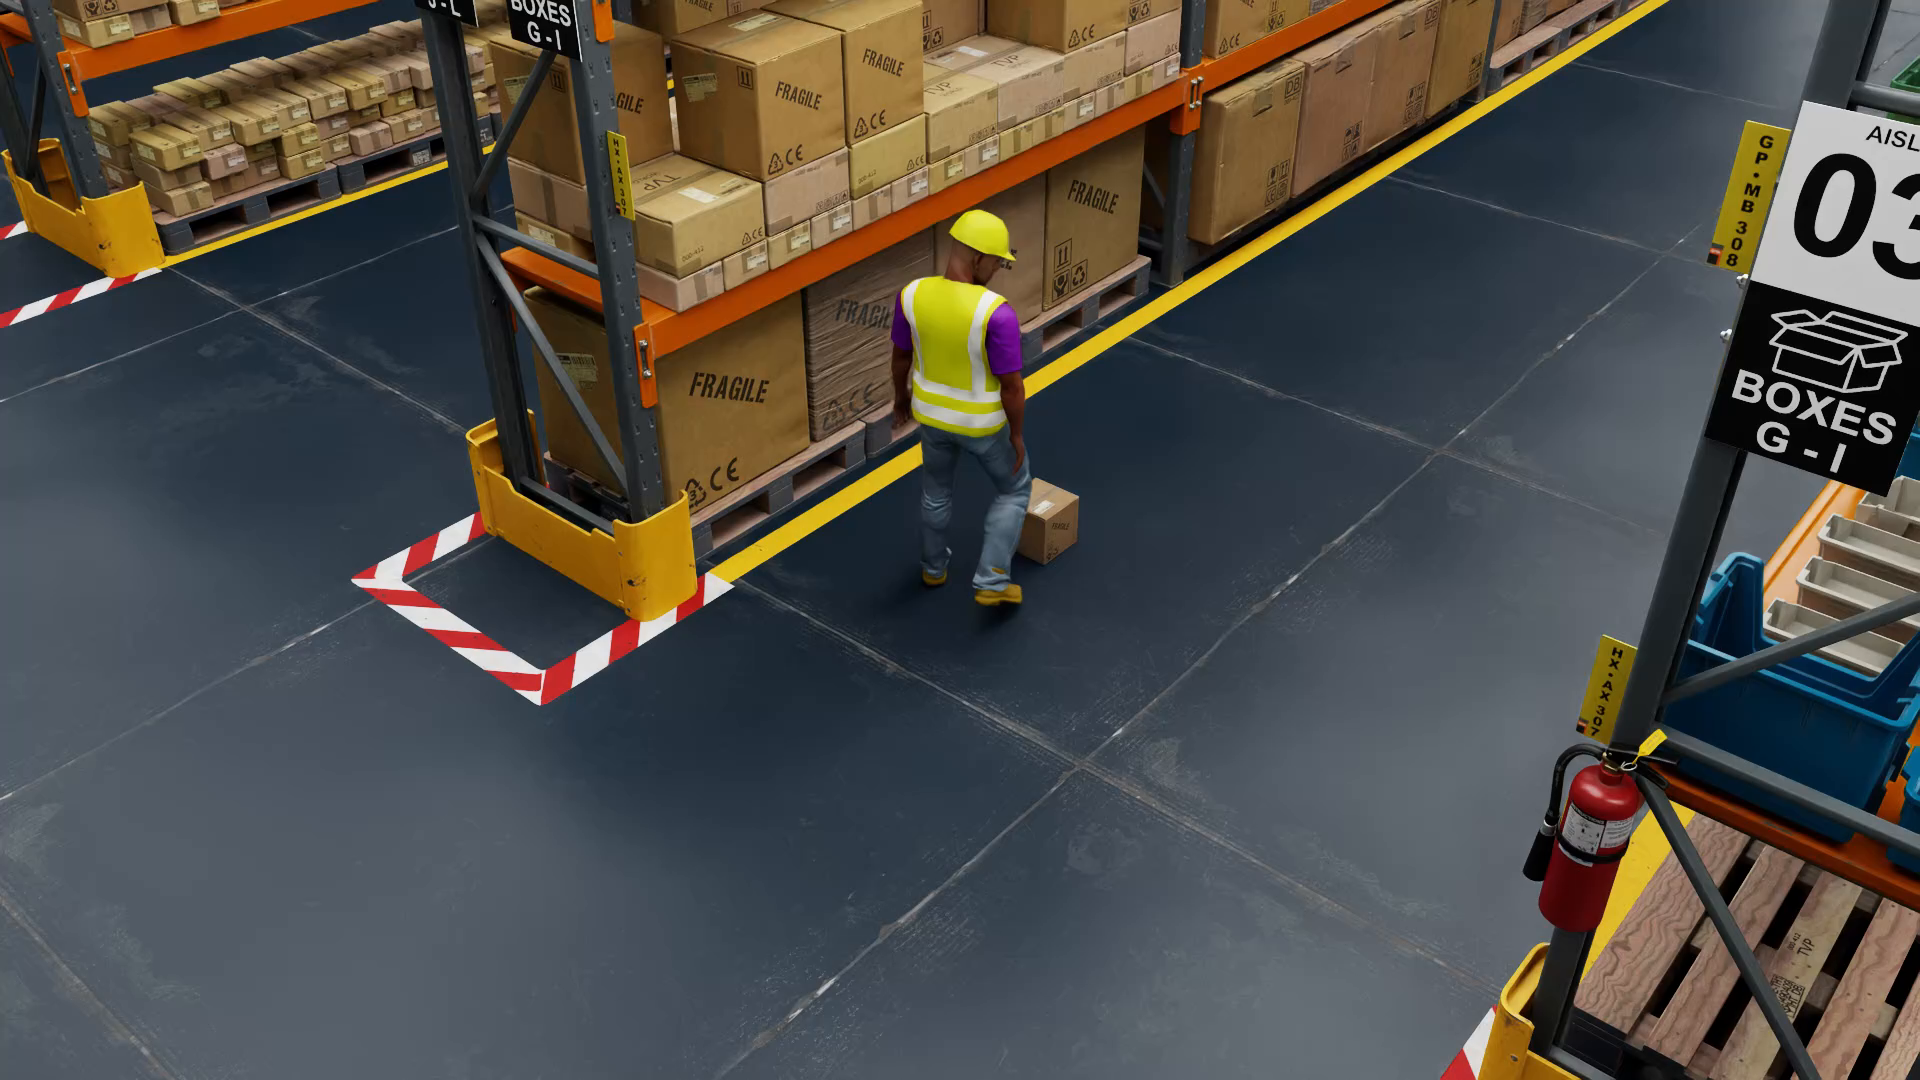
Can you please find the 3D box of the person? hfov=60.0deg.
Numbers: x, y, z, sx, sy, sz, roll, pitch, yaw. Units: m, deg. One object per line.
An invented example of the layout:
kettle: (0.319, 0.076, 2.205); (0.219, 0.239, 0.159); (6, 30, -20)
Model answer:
person: (-0.001, -0.517, 6.850); (0.661, 1.758, 0.464); (15, 38, 21)
